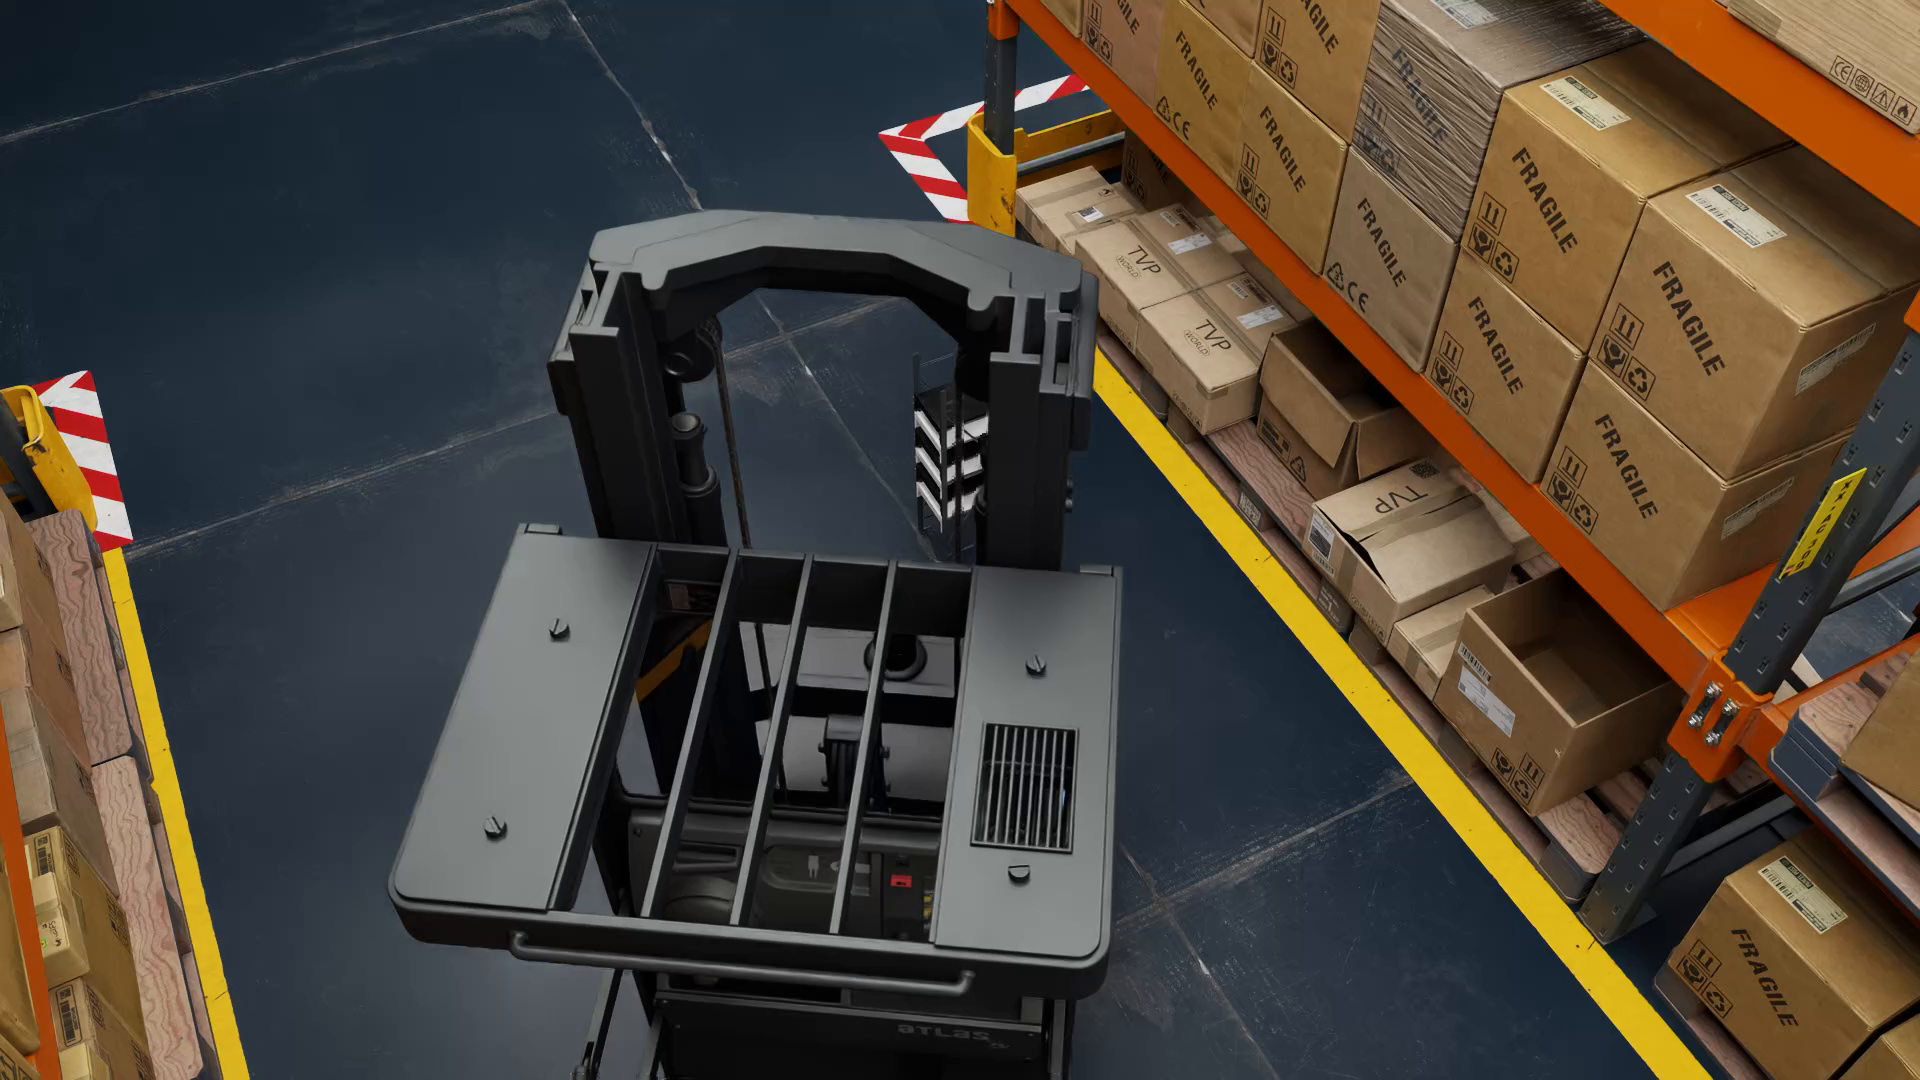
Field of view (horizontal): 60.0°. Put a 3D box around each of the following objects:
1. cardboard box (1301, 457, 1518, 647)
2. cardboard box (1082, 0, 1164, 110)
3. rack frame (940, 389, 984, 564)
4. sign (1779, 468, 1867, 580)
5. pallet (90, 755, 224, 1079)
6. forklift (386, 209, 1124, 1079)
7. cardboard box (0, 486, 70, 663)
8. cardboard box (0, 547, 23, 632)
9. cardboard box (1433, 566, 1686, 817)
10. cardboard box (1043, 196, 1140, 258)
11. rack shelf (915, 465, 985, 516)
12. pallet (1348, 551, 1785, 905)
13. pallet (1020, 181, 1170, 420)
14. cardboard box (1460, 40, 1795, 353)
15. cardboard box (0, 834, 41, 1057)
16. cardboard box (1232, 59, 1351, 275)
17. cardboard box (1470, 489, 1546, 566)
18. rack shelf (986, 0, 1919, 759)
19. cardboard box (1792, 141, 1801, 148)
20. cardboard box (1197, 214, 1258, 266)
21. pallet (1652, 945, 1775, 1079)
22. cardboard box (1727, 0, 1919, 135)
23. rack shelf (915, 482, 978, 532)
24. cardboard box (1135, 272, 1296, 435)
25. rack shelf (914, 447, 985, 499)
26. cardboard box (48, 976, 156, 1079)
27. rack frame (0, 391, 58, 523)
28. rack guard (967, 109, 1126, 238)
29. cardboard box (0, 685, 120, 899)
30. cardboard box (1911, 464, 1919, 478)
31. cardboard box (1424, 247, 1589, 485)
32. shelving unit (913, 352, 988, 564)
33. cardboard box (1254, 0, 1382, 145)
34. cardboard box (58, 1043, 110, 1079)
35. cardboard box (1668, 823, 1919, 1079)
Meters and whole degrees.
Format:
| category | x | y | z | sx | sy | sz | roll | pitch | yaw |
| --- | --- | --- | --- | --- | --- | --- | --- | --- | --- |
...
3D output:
| category | x | y | z | sx | sy | sz | roll | pitch | yaw |
| --- | --- | --- | --- | --- | --- | --- | --- | --- | --- |
| cardboard box | 1.547 | 0.015 | 5.738 | 0.500 | 0.311 | 0.500 | -21 | 52 | -18 |
| cardboard box | 0.783 | -1.919 | 5.869 | 0.500 | 0.500 | 0.500 | -22 | 52 | -18 |
| rack frame | 0.043 | -0.234 | 5.857 | 0.240 | 0.900 | 0.006 | -21 | 52 | -18 |
| sign | 1.925 | -0.033 | 3.711 | 0.100 | 0.325 | 0.005 | -21 | 52 | -18 |
| pallet | -2.840 | 1.333 | 4.944 | 1.003 | 0.211 | 1.213 | -21 | 52 | -18 |
| forklift | -0.281 | 0.912 | 3.505 | 1.130 | 2.935 | 3.031 | 4 | 49 | 4 |
| cardboard box | -3.420 | 0.210 | 5.455 | 0.700 | 0.500 | 0.500 | -21 | 52 | -18 |
| cardboard box | -3.082 | 0.191 | 5.041 | 0.380 | 0.149 | 0.250 | -20 | 52 | -17 |
| cardboard box | 1.891 | 0.454 | 5.228 | 0.500 | 0.500 | 0.500 | -21 | 52 | -18 |
| cardboard box | 0.574 | -1.263 | 6.952 | 0.380 | 0.166 | 0.250 | -21 | 52 | -18 |
| rack shelf | -0.004 | -0.221 | 6.009 | 0.258 | 0.077 | 0.200 | -21 | 52 | -18 |
| pallet | 2.090 | 0.518 | 5.657 | 1.003 | 0.211 | 1.213 | -21 | 52 | -18 |
| pallet | 0.974 | -1.115 | 7.085 | 1.003 | 0.211 | 1.213 | -21 | 52 | -18 |
| cardboard box | 1.705 | -0.894 | 4.308 | 0.500 | 0.500 | 0.500 | -22 | 52 | -18 |
| cardboard box | -2.562 | 0.811 | 3.349 | 0.980 | 0.700 | 0.700 | -22 | 53 | -18 |
| cardboard box | 1.237 | -1.247 | 5.281 | 0.500 | 0.500 | 0.500 | -21 | 52 | -17 |
| cardboard box | 1.999 | -0.083 | 5.920 | 0.380 | 0.166 | 0.250 | -21 | 52 | -18 |
| rack shelf | 1.488 | -1.042 | 5.646 | 1.077 | 0.370 | 4.000 | -21 | 52 | -18 |
| cardboard box | 2.202 | -1.060 | 4.453 | 0.500 | 0.500 | 0.500 | -23 | 53 | -19 |
| cardboard box | 1.146 | -1.248 | 6.939 | 0.380 | 0.166 | 0.250 | -21 | 52 | -18 |
| pallet | 2.809 | 1.509 | 4.790 | 1.003 | 0.211 | 1.213 | -21 | 52 | -18 |
| cardboard box | 1.945 | -1.112 | 3.337 | 0.500 | 0.250 | 0.500 | -21 | 52 | -18 |
| rack shelf | -0.004 | -0.161 | 6.077 | 0.258 | 0.077 | 0.200 | -21 | 52 | -18 |
| cardboard box | 1.027 | -0.726 | 6.427 | 0.500 | 0.250 | 0.500 | -21 | 52 | -18 |
| rack shelf | -0.004 | -0.280 | 5.941 | 0.258 | 0.077 | 0.200 | -21 | 52 | -18 |
| cardboard box | -2.477 | 1.580 | 4.257 | 0.700 | 0.500 | 0.500 | -22 | 52 | -18 |
| rack frame | -3.830 | -0.909 | 5.052 | 1.000 | 3.000 | 0.127 | -21 | 52 | -18 |
| rack guard | 0.608 | -1.744 | 7.443 | 1.175 | 0.500 | 0.348 | -21 | 52 | -18 |
| cardboard box | -2.961 | 0.881 | 4.868 | 0.700 | 0.500 | 0.500 | -23 | 53 | -19 |
| cardboard box | 2.413 | -0.408 | 4.548 | 0.500 | 0.500 | 0.500 | -20 | 52 | -17 |
| cardboard box | 1.710 | -0.564 | 4.684 | 0.500 | 0.500 | 0.500 | -20 | 52 | -17 |
| shelving unit | -0.004 | -0.302 | 5.916 | 0.258 | 0.900 | 0.210 | -21 | 52 | -18 |
| cardboard box | 1.246 | -1.568 | 4.898 | 0.500 | 0.500 | 0.500 | -22 | 52 | -18 |
| cardboard box | -2.245 | 1.412 | 3.973 | 0.380 | 0.149 | 0.250 | -20 | 52 | -16 |
| cardboard box | 2.408 | 1.146 | 4.624 | 0.500 | 0.500 | 0.500 | -23 | 53 | -19 |
